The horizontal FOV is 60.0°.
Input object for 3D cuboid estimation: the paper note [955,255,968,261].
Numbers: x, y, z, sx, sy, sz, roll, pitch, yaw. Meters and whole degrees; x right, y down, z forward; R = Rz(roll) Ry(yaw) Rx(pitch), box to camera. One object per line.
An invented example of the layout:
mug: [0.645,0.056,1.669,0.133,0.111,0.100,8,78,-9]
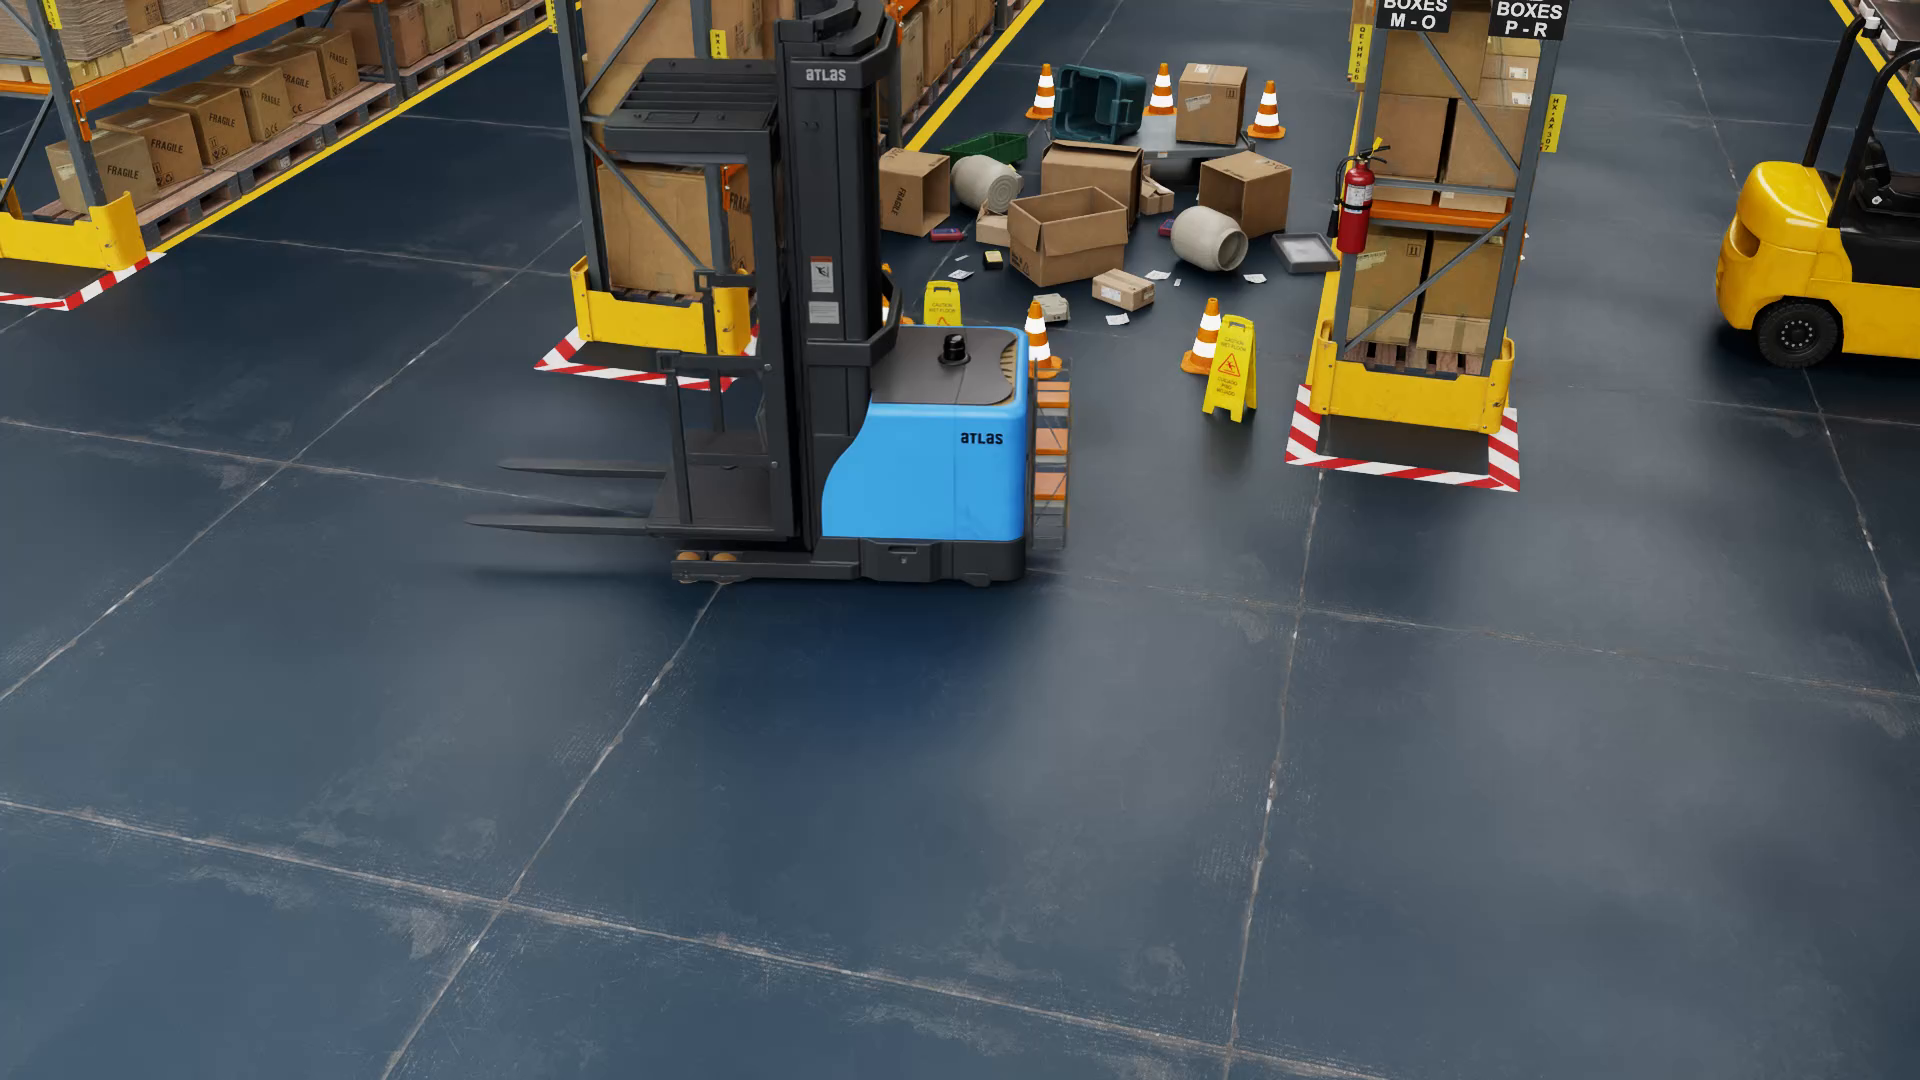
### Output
paper note: [0.014,-2.138,12.604,0.032,0.001,0.123,28,42,36]

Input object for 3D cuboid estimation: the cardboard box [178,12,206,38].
cardboard box: [-6.179,-4.052,13.062,0.380,0.149,0.250,8,33,12]

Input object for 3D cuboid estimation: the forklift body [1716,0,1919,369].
forklift body: [6.312,-2.244,10.775,2.313,2.155,1.214,8,33,12]

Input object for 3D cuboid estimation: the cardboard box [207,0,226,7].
cardboard box: [-6.309,-4.629,13.366,0.875,0.500,0.500,8,33,12]

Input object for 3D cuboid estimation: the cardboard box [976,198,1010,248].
cardboard box: [0.340,-2.444,12.847,0.396,0.266,0.258,14,35,21]

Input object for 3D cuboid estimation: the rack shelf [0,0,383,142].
rack shelf: [-6.285,-4.127,13.616,1.077,0.370,4.000,8,33,12]

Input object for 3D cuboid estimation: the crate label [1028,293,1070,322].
crate label: [0.634,-1.625,11.679,0.250,0.136,0.298,-8,33,-13]

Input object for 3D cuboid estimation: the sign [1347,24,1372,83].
sign: [2.261,-2.751,9.408,0.100,0.325,0.005,8,33,12]

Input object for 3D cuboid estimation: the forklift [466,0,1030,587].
forklift: [-1.144,-1.280,8.532,3.031,2.935,1.130,2,32,3]

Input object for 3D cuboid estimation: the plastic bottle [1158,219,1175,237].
plastic bottle: [1.667,-2.465,13.070,0.133,0.061,0.283,14,35,21]

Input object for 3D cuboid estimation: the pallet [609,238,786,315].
pallet: [-1.893,-1.914,12.064,1.003,0.211,1.213,8,33,12]

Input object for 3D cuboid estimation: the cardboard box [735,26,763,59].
cardboard box: [-1.852,-3.215,11.372,0.875,0.550,0.550,8,33,12]

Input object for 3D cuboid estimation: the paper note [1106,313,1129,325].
paper note: [1.108,-1.552,11.663,0.148,0.019,0.142,-3,33,-4]

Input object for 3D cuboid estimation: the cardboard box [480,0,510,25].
cardboard box: [-5.179,-5.740,17.403,0.700,0.500,0.500,11,34,16]

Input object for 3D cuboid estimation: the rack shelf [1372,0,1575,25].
rack shelf: [3.301,-4.044,10.689,1.077,0.370,4.000,8,33,12]

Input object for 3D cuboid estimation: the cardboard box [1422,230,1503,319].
cardboard box: [3.271,-1.770,10.711,0.500,0.500,0.500,7,33,11]

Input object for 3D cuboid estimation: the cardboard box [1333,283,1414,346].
cardboard box: [2.744,-1.529,11.030,0.500,0.250,0.500,8,33,12]

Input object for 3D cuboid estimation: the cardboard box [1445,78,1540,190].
cardboard box: [3.182,-2.419,9.889,0.500,0.500,0.500,8,33,12]

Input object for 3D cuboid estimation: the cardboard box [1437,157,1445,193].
cardboard box: [3.130,-2.219,10.178,0.380,0.149,0.250,9,33,13]

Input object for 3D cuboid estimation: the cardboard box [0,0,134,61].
cardboard box: [-6.626,-3.842,12.127,0.875,0.500,0.500,8,33,12]

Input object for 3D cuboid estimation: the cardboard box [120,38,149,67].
cardboard box: [-6.330,-3.657,12.441,0.380,0.149,0.250,8,33,12]

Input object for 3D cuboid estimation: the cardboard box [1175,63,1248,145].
cardboard box: [2.079,-3.611,13.758,0.500,0.500,0.500,8,33,12]

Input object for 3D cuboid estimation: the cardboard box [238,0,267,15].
cardboard box: [-5.943,-4.434,13.664,0.380,0.149,0.250,8,33,12]

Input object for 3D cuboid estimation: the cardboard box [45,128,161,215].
cardboard box: [-6.618,-2.837,12.855,0.500,0.500,0.500,14,35,21]

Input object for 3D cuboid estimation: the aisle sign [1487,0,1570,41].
aisle sign: [3.077,-3.066,8.854,0.394,0.787,0.004,8,33,12]

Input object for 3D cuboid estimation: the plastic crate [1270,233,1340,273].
plastic crate: [2.617,-2.184,12.611,0.402,0.080,0.583,-3,33,-4]

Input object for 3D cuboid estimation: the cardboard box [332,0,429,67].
cardboard box: [-5.601,-4.915,16.105,0.700,0.500,0.500,6,33,9]

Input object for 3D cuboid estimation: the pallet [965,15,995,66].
pallet: [-0.263,-5.241,17.297,1.003,0.211,1.213,8,33,12]

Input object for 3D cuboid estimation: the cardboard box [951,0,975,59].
cardboard box: [-0.451,-5.286,16.475,1.050,0.750,0.750,9,33,13]

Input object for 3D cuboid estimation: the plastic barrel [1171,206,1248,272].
plastic barrel: [1.853,-2.234,12.370,0.421,0.421,0.512,-21,38,-29]

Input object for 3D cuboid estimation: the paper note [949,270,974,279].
paper note: [0.009,-1.972,12.325,0.144,0.017,0.142,20,38,29]

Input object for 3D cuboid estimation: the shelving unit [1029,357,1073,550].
shelving unit: [0.490,-0.458,8.992,0.215,1.050,0.252,1,32,2]

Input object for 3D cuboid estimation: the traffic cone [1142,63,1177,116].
traffic cone: [1.875,-4.169,15.377,0.336,0.463,0.334,8,33,12]

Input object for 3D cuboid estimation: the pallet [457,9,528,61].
pallet: [-5.274,-5.331,17.439,1.003,0.211,1.213,8,33,12]

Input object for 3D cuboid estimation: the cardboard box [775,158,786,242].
cardboard box: [-1.691,-2.763,12.390,0.875,0.875,0.875,8,33,12]

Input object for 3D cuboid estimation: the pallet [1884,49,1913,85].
pallet: [9.851,-4.726,16.488,1.003,0.211,1.213,8,33,12]

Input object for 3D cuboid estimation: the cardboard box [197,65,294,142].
cardboard box: [-6.137,-3.757,14.303,0.500,0.500,0.500,5,33,8]

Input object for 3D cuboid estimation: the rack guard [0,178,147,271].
rack guard: [-6.773,-2.377,12.523,1.175,0.500,0.348,8,33,12]

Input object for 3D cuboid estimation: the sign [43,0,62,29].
sign: [-6.268,-3.684,11.442,0.100,0.325,0.005,8,33,12]

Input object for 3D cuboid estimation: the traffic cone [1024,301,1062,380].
traffic cone: [0.494,-1.346,10.936,0.336,0.463,0.334,8,33,12]

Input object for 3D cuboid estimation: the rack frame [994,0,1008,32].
rack frame: [0.010,-6.816,17.176,1.000,3.000,0.127,8,33,12]

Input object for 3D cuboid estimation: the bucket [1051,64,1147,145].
bucket: [1.190,-3.616,13.777,0.726,0.611,0.620,20,28,29]

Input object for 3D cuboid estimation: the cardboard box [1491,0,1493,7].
cardboard box: [3.685,-3.485,11.565,0.500,0.500,0.500,9,34,14]

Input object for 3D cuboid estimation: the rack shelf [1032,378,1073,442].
rack shelf: [0.490,-0.689,8.846,0.215,0.259,0.240,1,32,2]

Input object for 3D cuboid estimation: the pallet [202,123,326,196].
pallet: [-6.221,-3.303,14.249,1.003,0.211,1.213,8,33,12]

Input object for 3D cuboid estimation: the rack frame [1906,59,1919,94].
rack frame: [9.625,-5.521,15.139,1.000,3.000,0.127,8,33,12]

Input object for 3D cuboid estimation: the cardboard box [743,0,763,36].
cardboard box: [-1.839,-3.669,11.079,0.875,0.550,0.550,8,33,12]
